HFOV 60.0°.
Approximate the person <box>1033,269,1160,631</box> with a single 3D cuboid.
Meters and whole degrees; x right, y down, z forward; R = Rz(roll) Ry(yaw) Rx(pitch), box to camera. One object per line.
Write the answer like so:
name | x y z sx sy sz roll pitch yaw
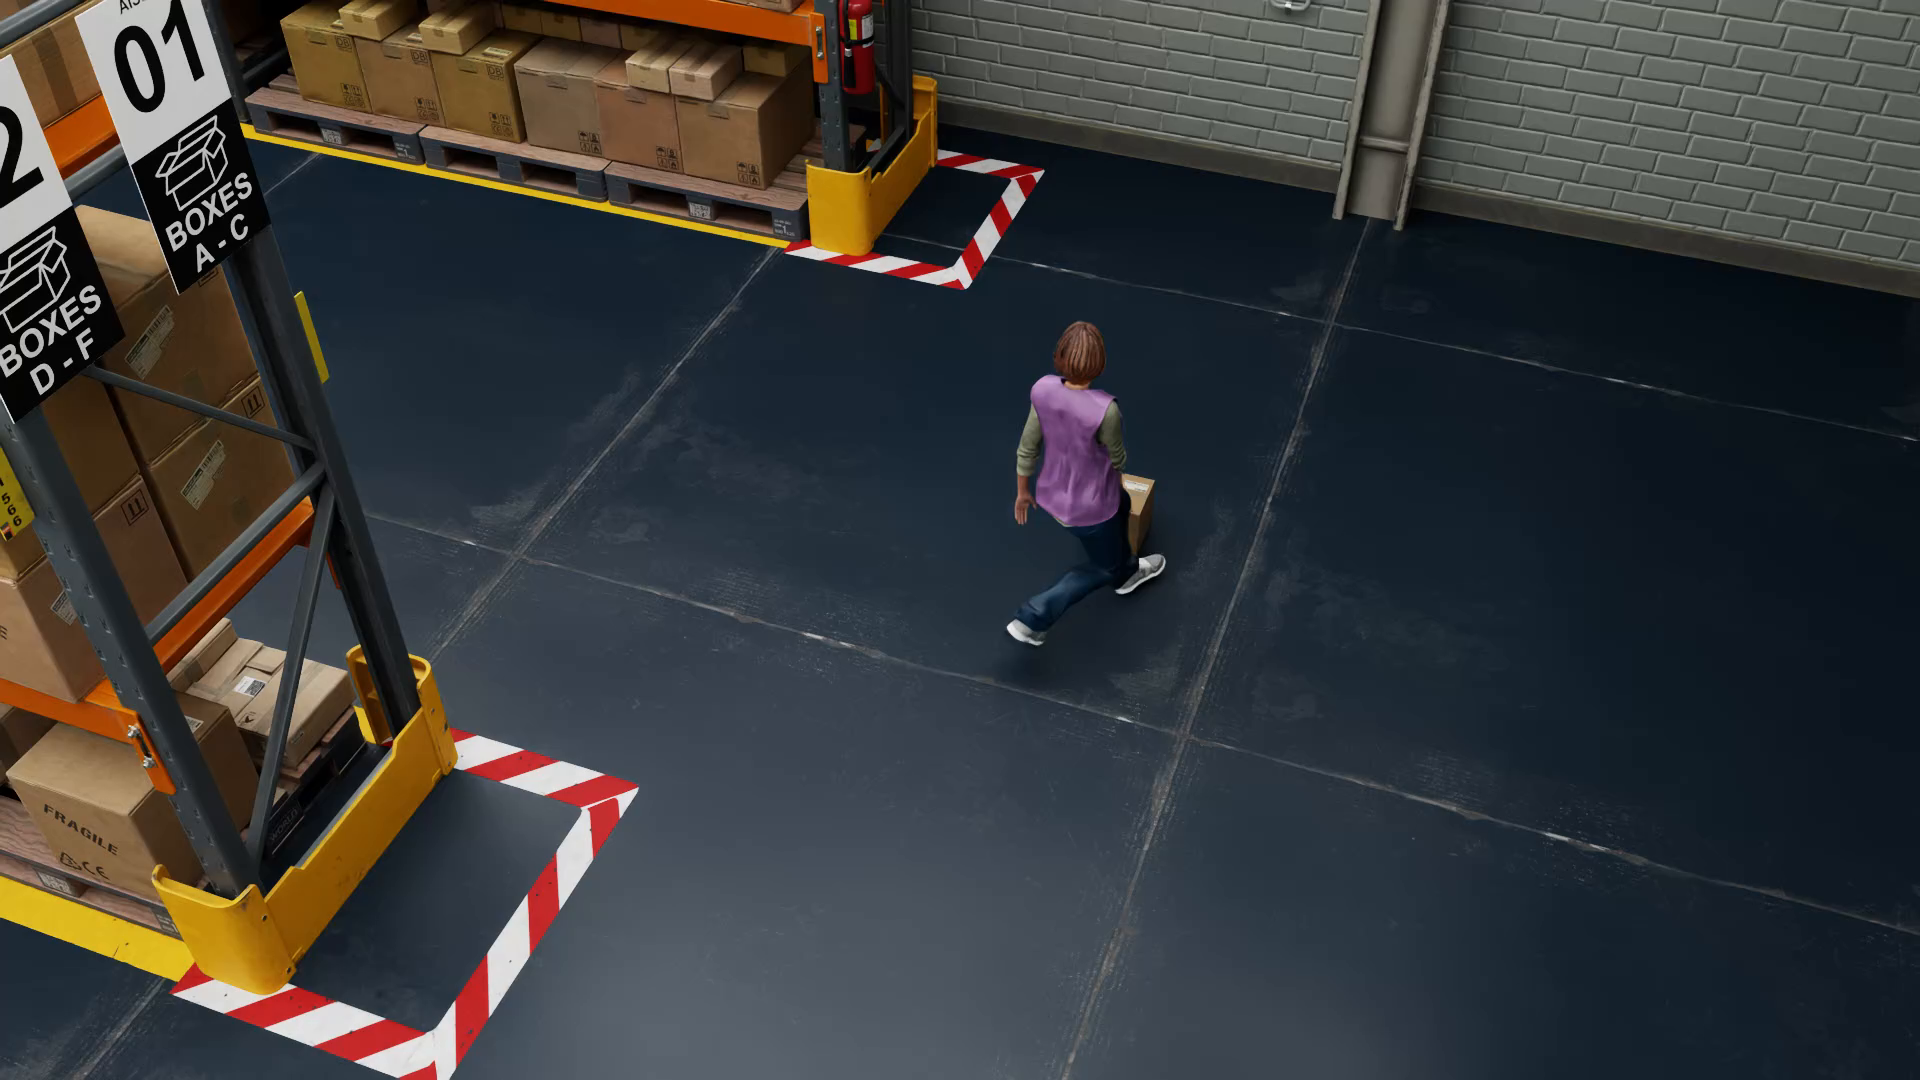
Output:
person | 0.576 -0.333 6.547 0.588 1.562 0.458 22 47 23
